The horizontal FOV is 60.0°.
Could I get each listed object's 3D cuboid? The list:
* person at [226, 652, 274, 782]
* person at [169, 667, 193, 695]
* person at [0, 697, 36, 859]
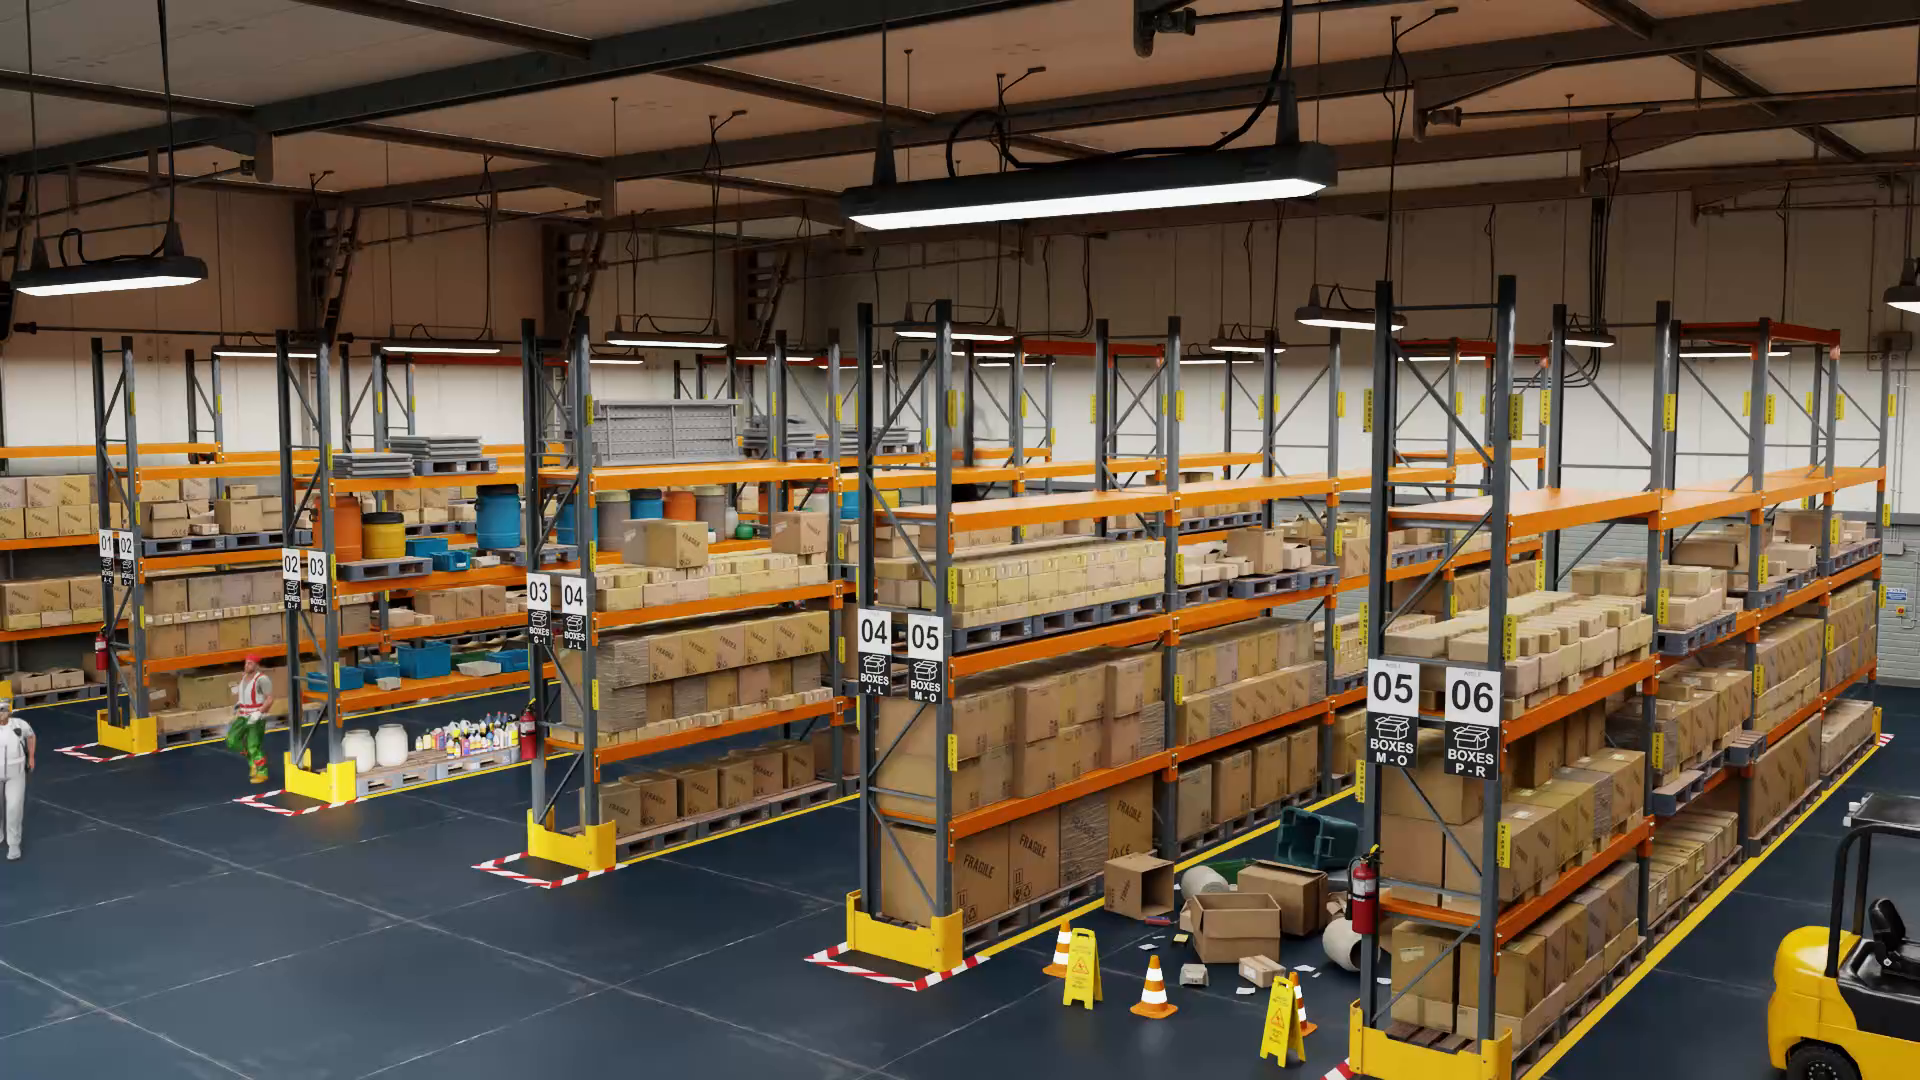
[{"bbox_3d":[-9.465,2.369,22.130,0.684,1.745,0.522,3,6,28],"label":"person"},{"bbox_3d":[-12.521,2.023,26.722,0.603,1.643,0.575,3,6,28],"label":"person"},{"bbox_3d":[-10.776,2.630,18.735,0.683,1.770,0.949,-3,6,-32],"label":"person"}]
